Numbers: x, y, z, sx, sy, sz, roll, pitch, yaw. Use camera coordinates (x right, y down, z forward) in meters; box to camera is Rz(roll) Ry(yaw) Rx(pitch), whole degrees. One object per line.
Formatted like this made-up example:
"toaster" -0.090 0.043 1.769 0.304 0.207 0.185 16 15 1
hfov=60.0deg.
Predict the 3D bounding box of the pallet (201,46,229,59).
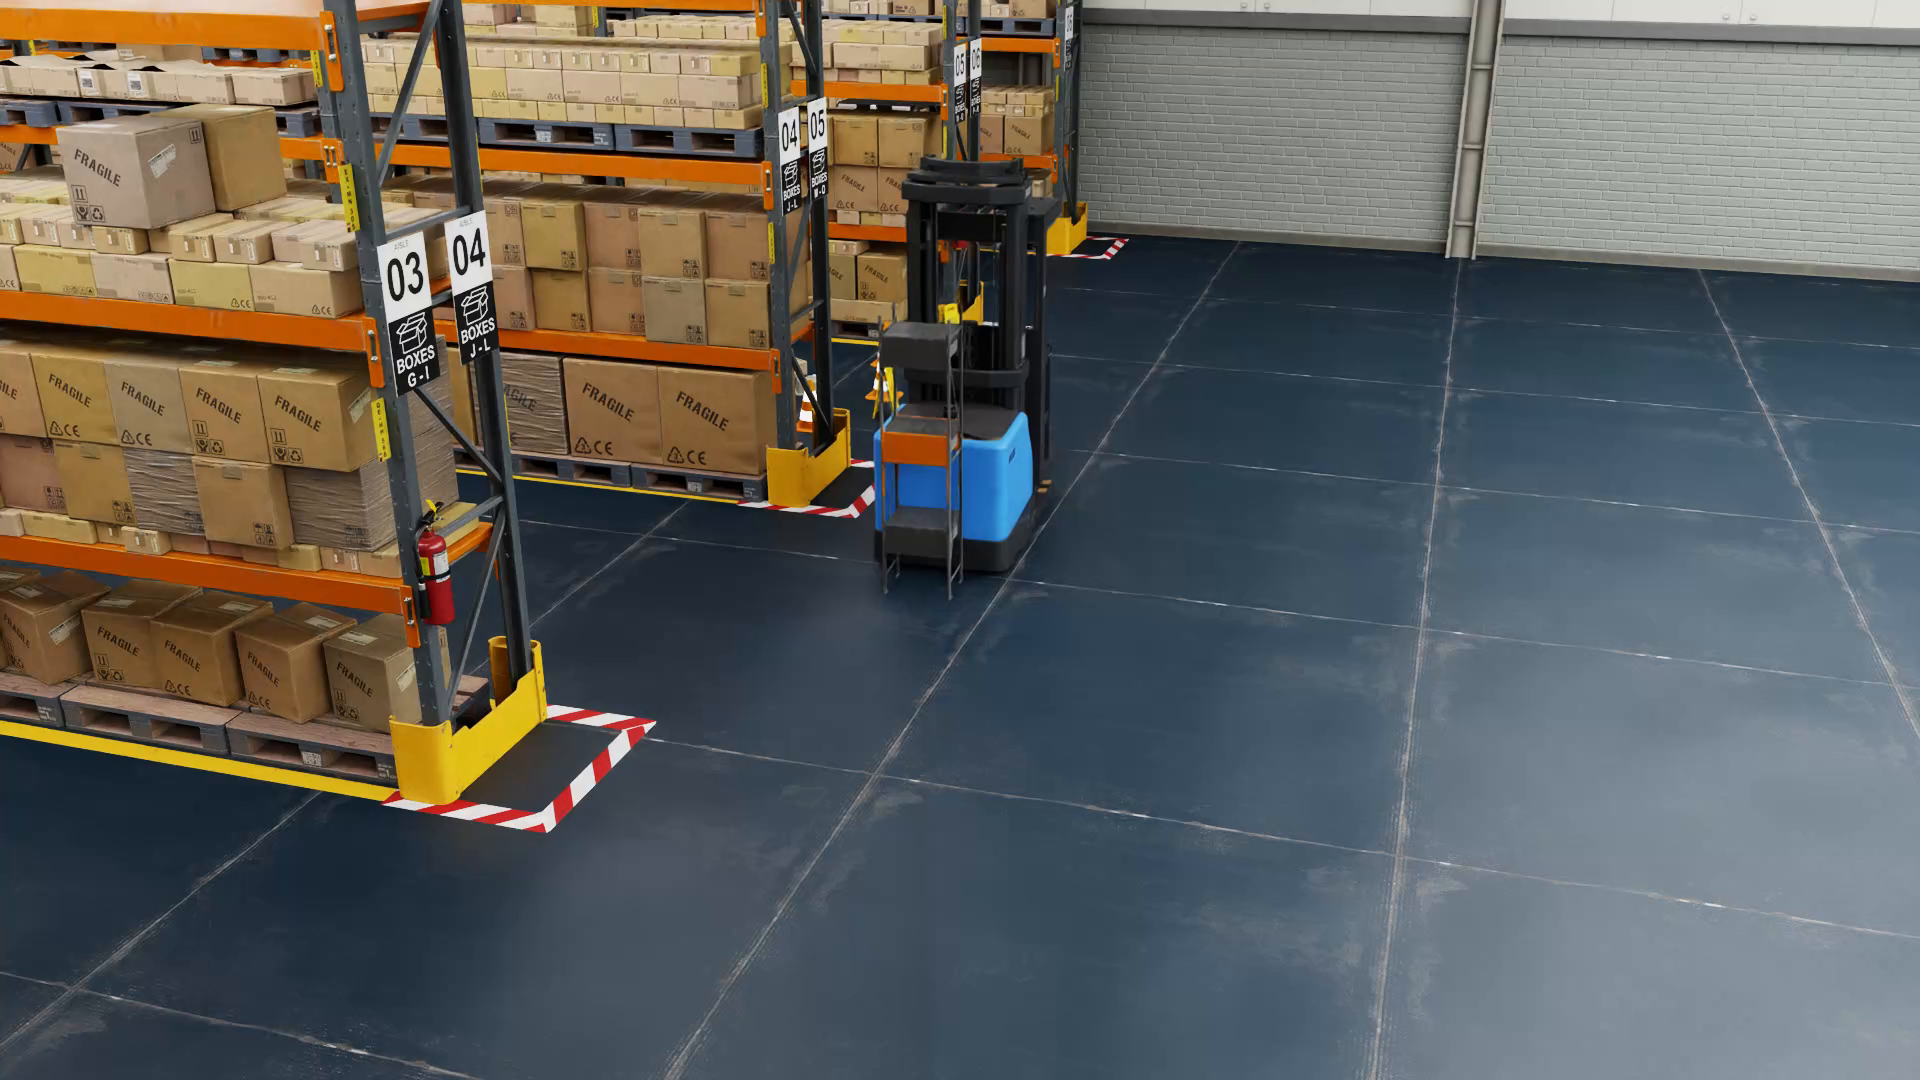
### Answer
"pallet" -9.340 -6.041 20.247 1.213 0.211 1.003 8 24 18

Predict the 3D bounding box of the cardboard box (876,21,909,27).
"cardboard box" -0.726 -5.516 17.999 0.250 0.149 0.380 7 23 15

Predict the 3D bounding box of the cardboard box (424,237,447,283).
"cardboard box" -3.227 -1.556 9.260 0.500 0.250 0.500 7 23 17

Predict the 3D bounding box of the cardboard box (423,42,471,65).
"cardboard box" -4.160 -3.955 13.506 0.250 0.149 0.380 6 23 15

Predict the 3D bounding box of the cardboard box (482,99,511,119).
"cardboard box" -3.670 -3.530 13.521 0.250 0.149 0.380 7 23 16

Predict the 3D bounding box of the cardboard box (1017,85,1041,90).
"cardboard box" 0.956 -6.145 22.826 0.250 0.149 0.380 7 23 17

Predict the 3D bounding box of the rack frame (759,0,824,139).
"rack frame" -1.311 -4.657 12.671 0.127 3.000 1.000 7 23 16

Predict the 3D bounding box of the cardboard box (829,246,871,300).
"cardboard box" -1.320 -3.009 18.641 0.500 0.500 0.500 7 23 17

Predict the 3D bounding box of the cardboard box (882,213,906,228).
"cardboard box" -0.672 -3.526 18.149 0.250 0.149 0.380 6 23 15

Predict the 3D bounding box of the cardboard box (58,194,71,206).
"cardboard box" -5.012 -1.959 9.717 0.250 0.149 0.380 8 24 18

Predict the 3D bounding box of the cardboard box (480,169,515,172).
"cardboard box" -5.283 -4.588 19.330 0.500 0.500 0.500 7 23 17

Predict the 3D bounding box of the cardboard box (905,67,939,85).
"cardboard box" -0.400 -4.900 17.547 0.250 0.149 0.380 7 23 16

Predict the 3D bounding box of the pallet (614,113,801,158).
"pallet" -2.024 -3.306 13.446 1.213 0.211 1.003 7 23 16

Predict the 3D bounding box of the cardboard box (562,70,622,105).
"cardboard box" -2.819 -3.641 13.266 0.500 0.250 0.500 6 23 15

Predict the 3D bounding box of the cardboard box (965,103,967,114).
"cardboard box" 0.053 -5.889 22.593 0.250 0.149 0.380 6 23 14

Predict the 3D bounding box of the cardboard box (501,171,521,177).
"cardboard box" -5.129 -4.241 19.339 0.250 0.149 0.380 7 23 16

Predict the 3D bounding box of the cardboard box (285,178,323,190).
"cardboard box" -6.110 -2.937 14.933 0.500 0.500 0.700 6 23 15

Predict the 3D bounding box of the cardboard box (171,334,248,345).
"cardboard box" -4.244 -1.008 9.839 0.500 0.500 0.500 7 23 16

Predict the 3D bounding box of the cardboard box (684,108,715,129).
"cardboard box" -1.968 -3.335 13.046 0.250 0.149 0.380 7 23 16

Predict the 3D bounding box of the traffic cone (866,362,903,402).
"traffic cone" -0.757 -1.655 16.601 0.334 0.463 0.336 7 23 16

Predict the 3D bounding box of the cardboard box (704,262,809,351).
"cardboard box" -1.679 -1.975 13.840 0.550 0.550 0.875 7 23 16

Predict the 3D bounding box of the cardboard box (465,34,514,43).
"cardboard box" -3.977 -4.194 14.089 0.250 0.149 0.380 7 23 16

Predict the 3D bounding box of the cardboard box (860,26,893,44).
"cardboard box" -0.872 -5.325 17.532 0.250 0.149 0.380 6 23 15

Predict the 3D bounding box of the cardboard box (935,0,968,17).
"cardboard box" 0.007 -7.278 22.197 0.500 0.500 0.700 7 23 16

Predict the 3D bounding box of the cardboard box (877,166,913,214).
"cardboard box" -0.577 -3.834 18.047 0.500 0.500 0.500 6 23 15

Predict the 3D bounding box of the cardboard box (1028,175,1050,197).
"cardboard box" 0.922 -4.817 22.718 0.500 0.250 0.500 7 23 17

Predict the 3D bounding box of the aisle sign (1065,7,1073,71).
"aisle sign" 1.431 -6.584 21.848 0.004 0.787 0.394 7 23 16

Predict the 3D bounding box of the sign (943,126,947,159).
"sign" -0.157 -4.174 17.455 0.005 0.325 0.100 7 23 16

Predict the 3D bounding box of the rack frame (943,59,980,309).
"rack frame" 0.022 -3.691 18.221 0.127 3.000 1.000 7 23 16

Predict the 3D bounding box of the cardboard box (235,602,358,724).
"cardboard box" -4.015 0.744 10.149 0.500 0.500 0.500 13 26 29

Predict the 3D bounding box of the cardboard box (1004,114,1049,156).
"cardboard box" 0.906 -5.500 22.499 0.500 0.500 0.500 6 23 14

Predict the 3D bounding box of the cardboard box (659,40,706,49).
"cardboard box" -2.265 -3.999 13.613 0.250 0.149 0.380 7 23 16

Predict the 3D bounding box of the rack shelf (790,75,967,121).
"rack shelf" -1.892 -4.965 18.323 4.000 0.370 1.077 7 23 16

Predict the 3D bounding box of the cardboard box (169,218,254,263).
"cardboard box" -3.952 -1.591 8.820 0.250 0.149 0.380 7 23 16

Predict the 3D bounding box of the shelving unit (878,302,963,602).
"shelving unit" -0.272 -0.618 11.914 0.503 2.100 0.431 5 23 12

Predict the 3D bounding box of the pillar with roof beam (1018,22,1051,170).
"pillar with roof beam" -0.197 -7.110 18.651 0.400 9.000 9.100 7 23 16

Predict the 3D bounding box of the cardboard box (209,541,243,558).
"cardboard box" -4.128 -0.042 9.657 0.250 0.149 0.380 7 23 16

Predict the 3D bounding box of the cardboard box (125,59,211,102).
"cardboard box" -6.882 -4.019 14.501 0.500 0.311 0.500 6 23 14

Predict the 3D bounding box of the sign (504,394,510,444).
"sign" -2.684 -0.688 9.760 0.005 0.325 0.100 7 23 16

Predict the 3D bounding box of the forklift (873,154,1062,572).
"forklift" 0.183 -1.649 13.332 1.130 2.935 3.031 5 23 12

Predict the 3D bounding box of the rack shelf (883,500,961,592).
"rack shelf" -0.271 0.042 12.186 0.480 0.518 0.431 5 23 12

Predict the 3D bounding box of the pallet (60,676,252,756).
"pallet" -4.845 0.955 10.569 1.213 0.211 1.003 7 23 16

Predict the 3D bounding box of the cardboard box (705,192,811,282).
"cardboard box" -1.655 -2.505 13.710 0.550 0.550 0.875 7 23 16

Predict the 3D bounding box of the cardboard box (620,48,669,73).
"cardboard box" -2.464 -3.760 13.032 0.250 0.149 0.380 7 23 16

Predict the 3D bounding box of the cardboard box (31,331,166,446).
"cardboard box" -4.873 -0.874 9.512 0.500 0.500 0.500 7 23 16

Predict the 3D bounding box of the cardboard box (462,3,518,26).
"cardboard box" -5.382 -5.995 18.870 0.500 0.250 0.500 7 23 16

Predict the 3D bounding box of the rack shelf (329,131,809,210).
"rack shelf" -3.225 -3.156 13.911 4.000 0.370 1.077 7 23 16

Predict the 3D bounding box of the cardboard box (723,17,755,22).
"cardboard box" -2.439 -5.706 18.461 0.250 0.149 0.380 6 23 14

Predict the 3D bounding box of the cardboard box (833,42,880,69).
"cardboard box" -1.023 -5.166 17.669 0.500 0.250 0.500 6 23 15

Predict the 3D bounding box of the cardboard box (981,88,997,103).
"cardboard box" 0.329 -6.031 22.546 0.250 0.149 0.380 7 23 16

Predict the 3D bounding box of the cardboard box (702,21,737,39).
"cardboard box" -2.596 -5.520 18.006 0.250 0.149 0.380 6 23 14

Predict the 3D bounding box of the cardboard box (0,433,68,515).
"cardboard box" -5.280 -0.555 10.053 0.500 0.500 0.875 7 23 16

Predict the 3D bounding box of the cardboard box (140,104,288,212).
"cardboard box" -4.183 -2.154 9.340 0.500 0.500 0.500 6 23 15

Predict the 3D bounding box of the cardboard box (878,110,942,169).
"cardboard box" -0.530 -4.314 17.899 0.500 0.500 0.700 6 23 14

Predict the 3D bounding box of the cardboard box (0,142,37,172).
"cardboard box" -11.984 -5.011 21.307 0.500 0.500 0.500 7 23 16

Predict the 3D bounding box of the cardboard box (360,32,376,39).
"cardboard box" -6.732 -5.895 19.509 0.500 0.500 0.700 7 23 16

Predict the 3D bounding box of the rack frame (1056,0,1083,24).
"rack frame" 1.453 -8.271 21.480 0.127 3.000 1.000 7 23 16

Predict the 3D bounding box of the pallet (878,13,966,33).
"pallet" -0.389 -7.062 22.602 1.213 0.211 1.003 7 23 16
